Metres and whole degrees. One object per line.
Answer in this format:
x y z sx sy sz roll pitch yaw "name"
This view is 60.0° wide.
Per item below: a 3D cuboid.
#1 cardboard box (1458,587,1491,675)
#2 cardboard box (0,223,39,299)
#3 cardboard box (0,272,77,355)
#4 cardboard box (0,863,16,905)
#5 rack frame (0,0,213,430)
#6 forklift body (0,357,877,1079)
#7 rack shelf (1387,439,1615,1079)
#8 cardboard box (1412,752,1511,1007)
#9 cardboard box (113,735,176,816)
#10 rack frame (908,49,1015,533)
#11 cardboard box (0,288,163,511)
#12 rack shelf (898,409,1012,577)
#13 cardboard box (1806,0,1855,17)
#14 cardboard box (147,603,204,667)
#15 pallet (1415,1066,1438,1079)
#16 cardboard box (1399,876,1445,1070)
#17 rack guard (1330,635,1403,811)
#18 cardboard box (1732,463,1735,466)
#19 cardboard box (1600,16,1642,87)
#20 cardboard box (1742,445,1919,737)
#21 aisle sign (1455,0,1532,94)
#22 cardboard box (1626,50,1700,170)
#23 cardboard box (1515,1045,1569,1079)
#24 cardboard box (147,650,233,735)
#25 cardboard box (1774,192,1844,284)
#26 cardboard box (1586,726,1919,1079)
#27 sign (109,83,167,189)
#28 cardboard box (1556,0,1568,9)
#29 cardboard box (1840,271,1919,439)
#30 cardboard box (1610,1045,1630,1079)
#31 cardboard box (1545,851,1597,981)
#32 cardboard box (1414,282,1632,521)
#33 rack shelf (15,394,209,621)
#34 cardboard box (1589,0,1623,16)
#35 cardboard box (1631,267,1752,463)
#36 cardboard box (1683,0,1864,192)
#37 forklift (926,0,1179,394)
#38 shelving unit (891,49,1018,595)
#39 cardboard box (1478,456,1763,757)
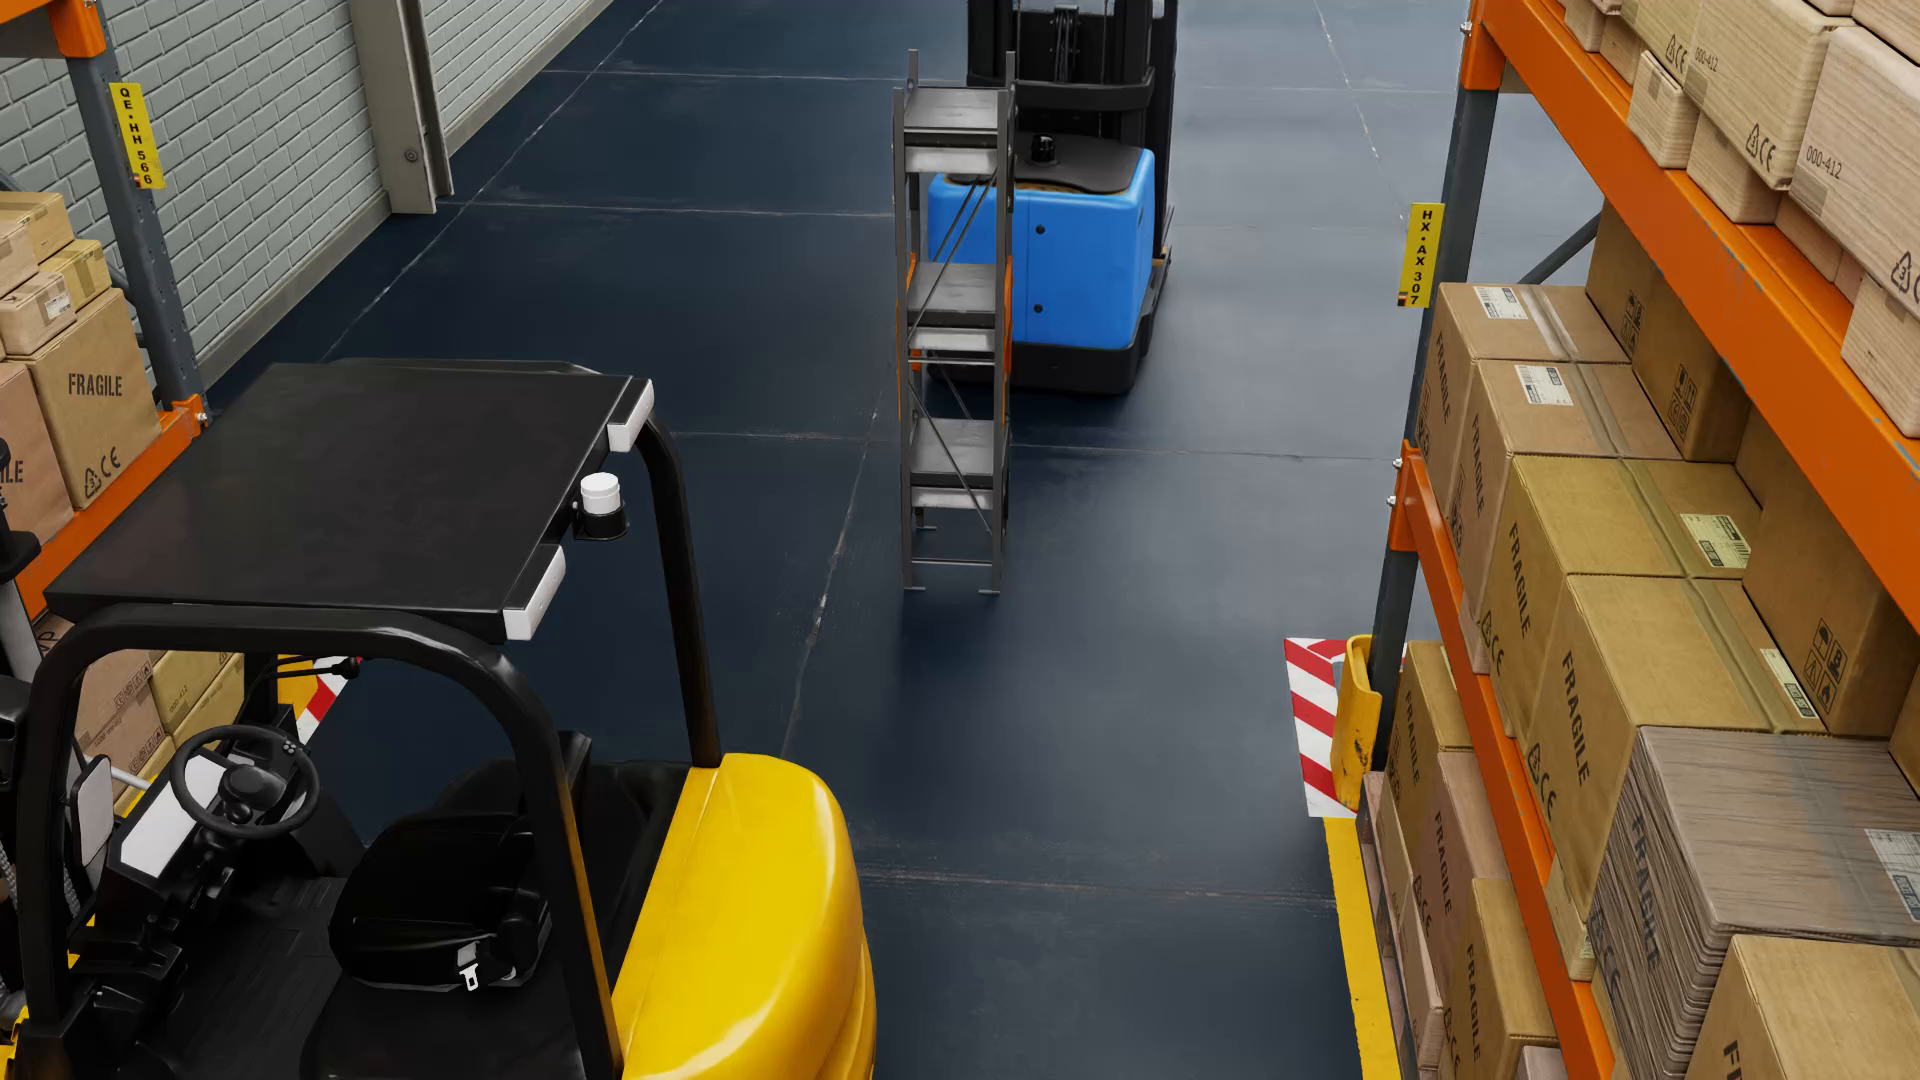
1.501 0.224 4.267 0.380 0.149 0.250 3 32 5 "cardboard box"
-2.846 -0.779 4.658 0.380 0.149 0.250 3 32 4 "cardboard box"
-2.778 -0.651 4.734 0.380 0.149 0.250 3 32 5 "cardboard box"
-2.838 0.919 4.644 0.500 0.250 0.500 2 32 3 "cardboard box"
-3.038 -0.661 5.463 1.000 3.000 0.127 2 32 4 "rack frame"
-1.374 0.770 3.950 2.313 2.155 1.214 2 32 4 "forklift body"
1.747 0.902 3.614 1.077 0.370 4.000 2 32 4 "rack shelf"
1.529 0.918 4.407 0.500 0.500 0.500 1 32 2 "cardboard box"
-2.811 0.850 5.232 0.500 0.250 0.500 2 32 4 "cardboard box"
0.006 -0.935 6.766 0.400 2.100 0.015 2 32 4 "rack frame"
-2.816 -0.435 5.001 0.500 0.500 0.500 2 32 3 "cardboard box"
-0.013 -0.200 6.933 0.431 0.518 0.480 2 32 4 "rack shelf"
1.424 -0.858 2.404 0.380 0.149 0.250 3 32 5 "cardboard box"
-2.764 0.160 5.399 0.500 0.250 0.500 3 32 6 "cardboard box"
1.700 1.836 4.070 1.003 0.211 1.213 2 32 4 "pallet"
1.520 1.218 4.635 0.500 0.250 0.500 4 32 6 "cardboard box"
1.904 0.653 5.713 1.175 0.500 0.348 2 32 4 "rack guard"
2.095 -0.062 4.113 0.500 0.500 0.500 3 32 4 "cardboard box"
1.576 -1.052 3.479 0.380 0.149 0.250 2 32 4 "cardboard box"
1.919 0.021 3.024 0.700 0.500 0.500 2 32 4 "cardboard box"
1.606 -1.603 4.514 0.394 0.787 0.004 2 32 4 "aisle sign"
1.458 -0.785 3.045 0.380 0.149 0.250 3 32 5 "cardboard box"
1.445 1.460 3.528 0.500 0.500 0.500 4 32 7 "cardboard box"
-2.766 0.386 5.508 0.500 0.250 0.500 2 32 3 "cardboard box"
1.527 -0.511 2.601 0.380 0.149 0.250 2 32 4 "cardboard box"
1.445 0.688 2.896 0.500 0.500 0.500 3 32 5 "cardboard box"
-2.498 -1.224 5.047 0.100 0.325 0.005 2 32 4 "sign"
1.627 -1.320 3.913 0.380 0.149 0.250 1 32 2 "cardboard box"
1.404 -0.244 2.168 0.380 0.149 0.250 3 32 5 "cardboard box"
1.386 1.036 2.950 0.380 0.149 0.250 2 32 3 "cardboard box"
1.422 0.767 3.386 0.380 0.149 0.250 3 32 4 "cardboard box"
1.595 -0.384 4.635 0.500 0.500 0.500 2 32 3 "cardboard box"
-3.200 0.692 3.955 1.077 0.370 4.000 2 32 4 "rack shelf"
1.553 -1.276 3.461 0.500 0.250 0.500 2 32 3 "cardboard box"
2.037 -0.505 3.878 0.700 0.500 0.500 3 32 4 "cardboard box"
1.474 -0.738 2.588 0.500 0.250 0.500 3 32 5 "cardboard box"
0.632 -2.736 8.895 1.130 2.935 3.031 6 32 10 "forklift"
-0.013 -0.807 6.559 0.431 2.100 0.503 2 32 4 "shelving unit"
1.516 0.154 3.763 0.500 0.500 0.500 2 32 3 "cardboard box"
